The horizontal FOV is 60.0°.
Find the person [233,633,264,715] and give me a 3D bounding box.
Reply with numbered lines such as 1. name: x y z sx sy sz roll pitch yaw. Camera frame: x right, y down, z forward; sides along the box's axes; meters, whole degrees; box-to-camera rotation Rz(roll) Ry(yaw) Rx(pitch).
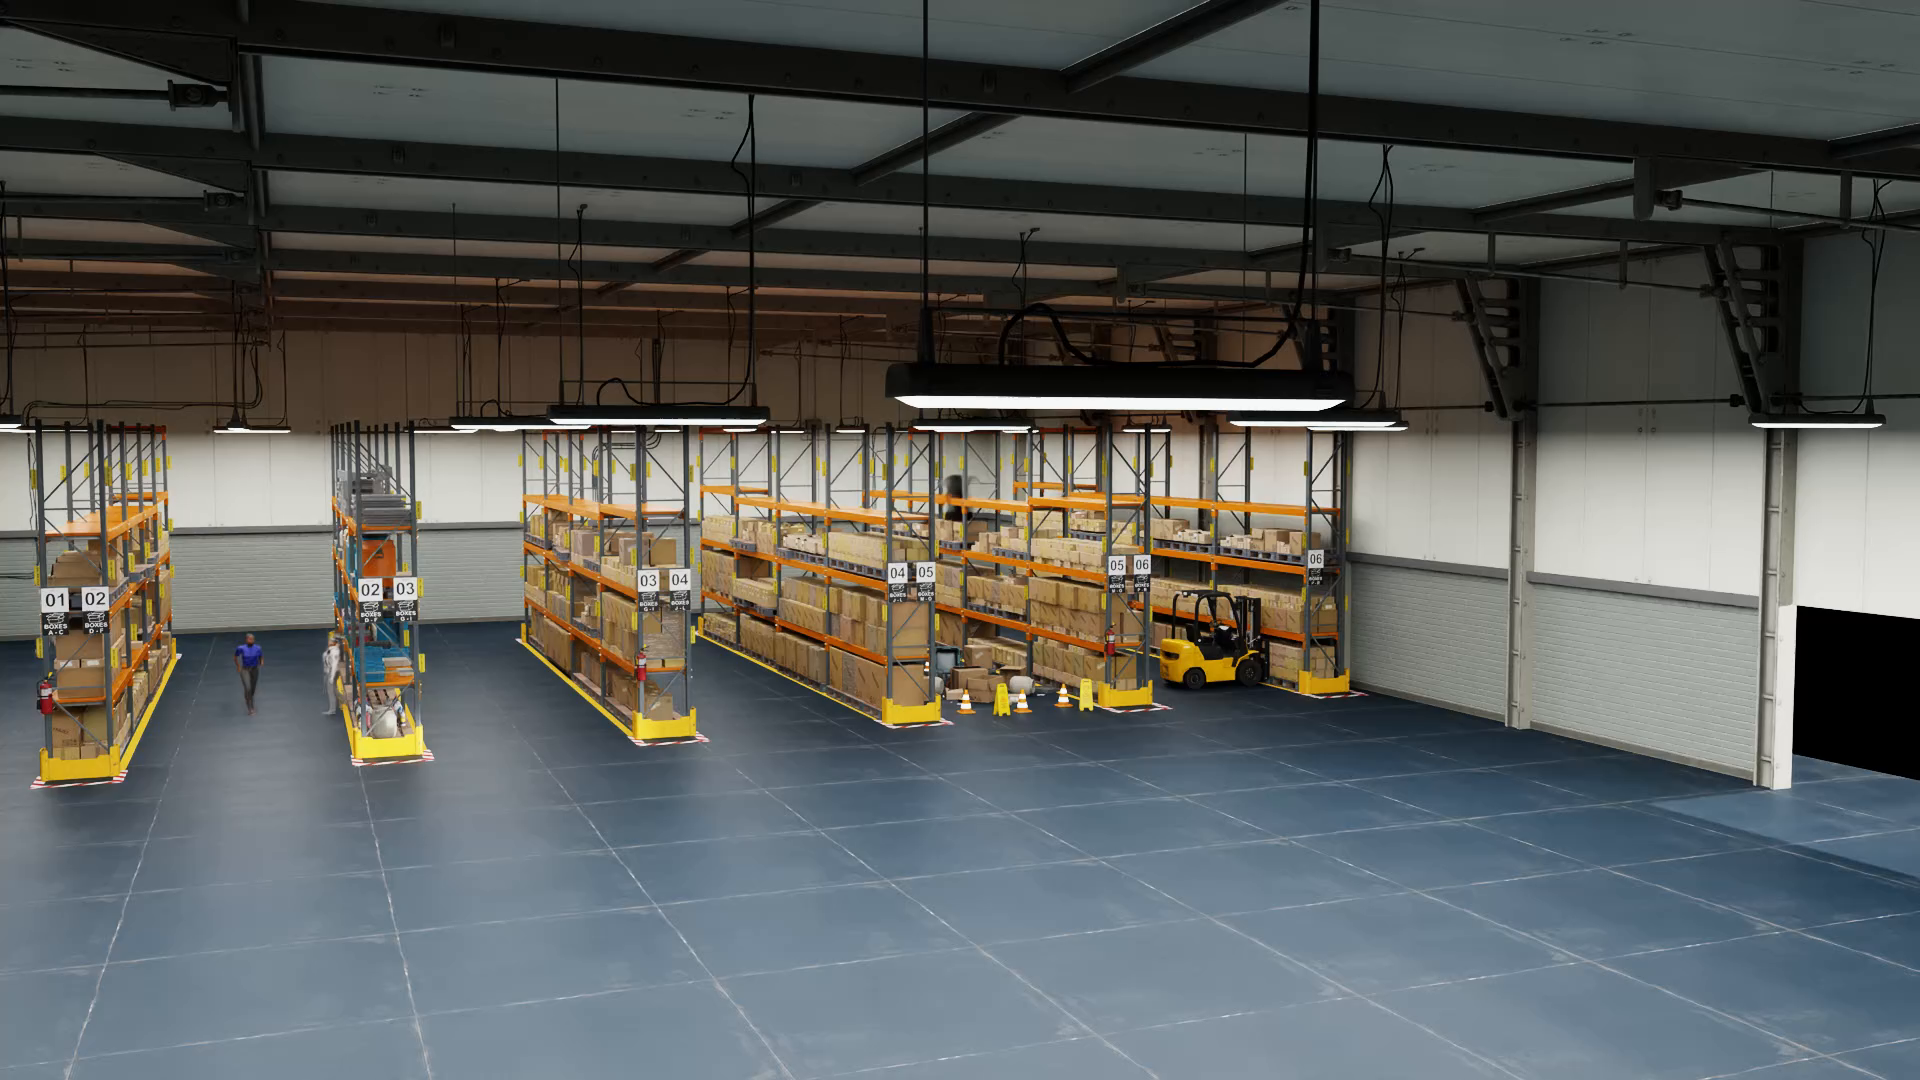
1. person: -14.717 2.753 34.423 0.545 1.640 0.929 -3 5 -40

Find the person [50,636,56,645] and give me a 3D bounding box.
1. person: -21.113 2.485 39.255 0.712 1.573 0.878 -3 5 -42

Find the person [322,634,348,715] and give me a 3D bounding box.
1. person: -12.875 2.746 34.262 0.621 1.663 0.693 -3 5 -42
